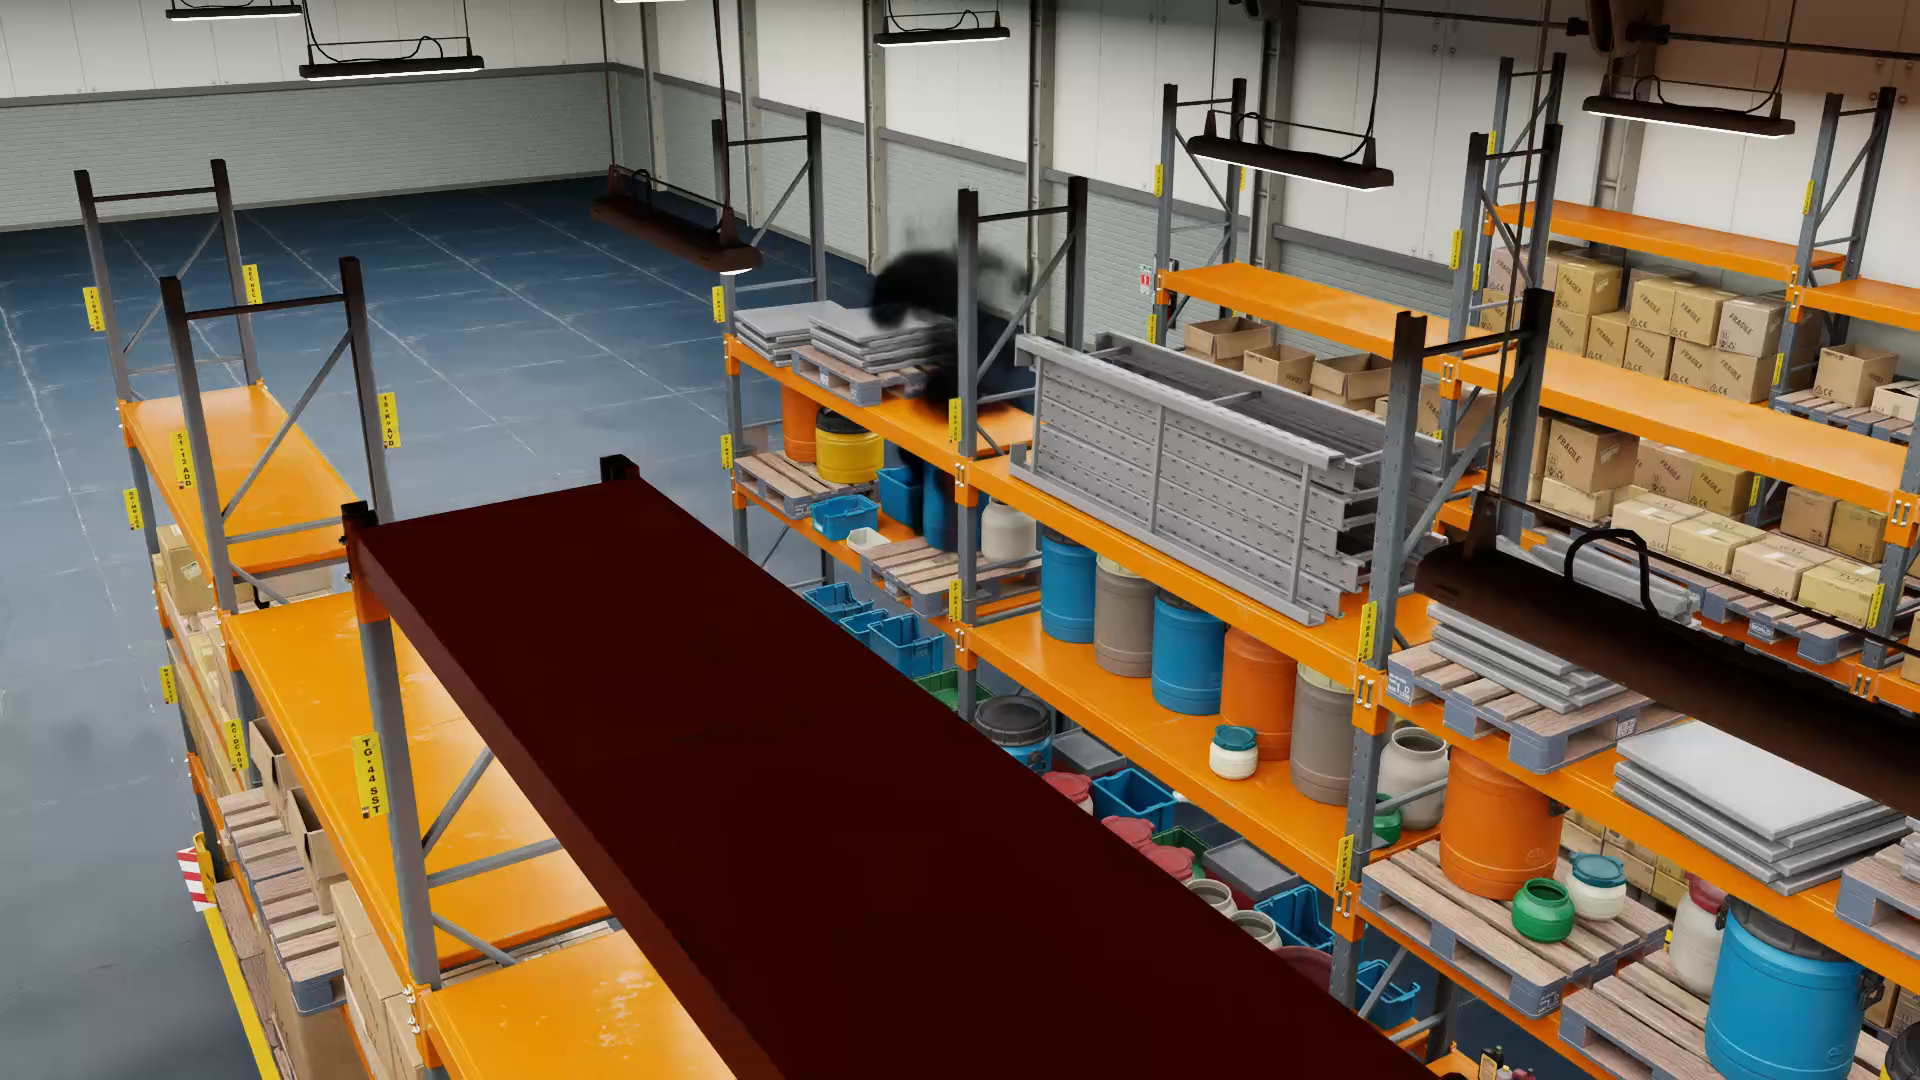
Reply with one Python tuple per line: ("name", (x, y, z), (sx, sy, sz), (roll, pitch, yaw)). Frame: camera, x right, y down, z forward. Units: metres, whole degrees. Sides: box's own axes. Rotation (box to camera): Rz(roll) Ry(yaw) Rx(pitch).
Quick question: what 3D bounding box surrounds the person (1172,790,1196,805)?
("person", (2.024, 1.573, 14.479), (0.560, 1.623, 0.551), (-19, 29, -39))
